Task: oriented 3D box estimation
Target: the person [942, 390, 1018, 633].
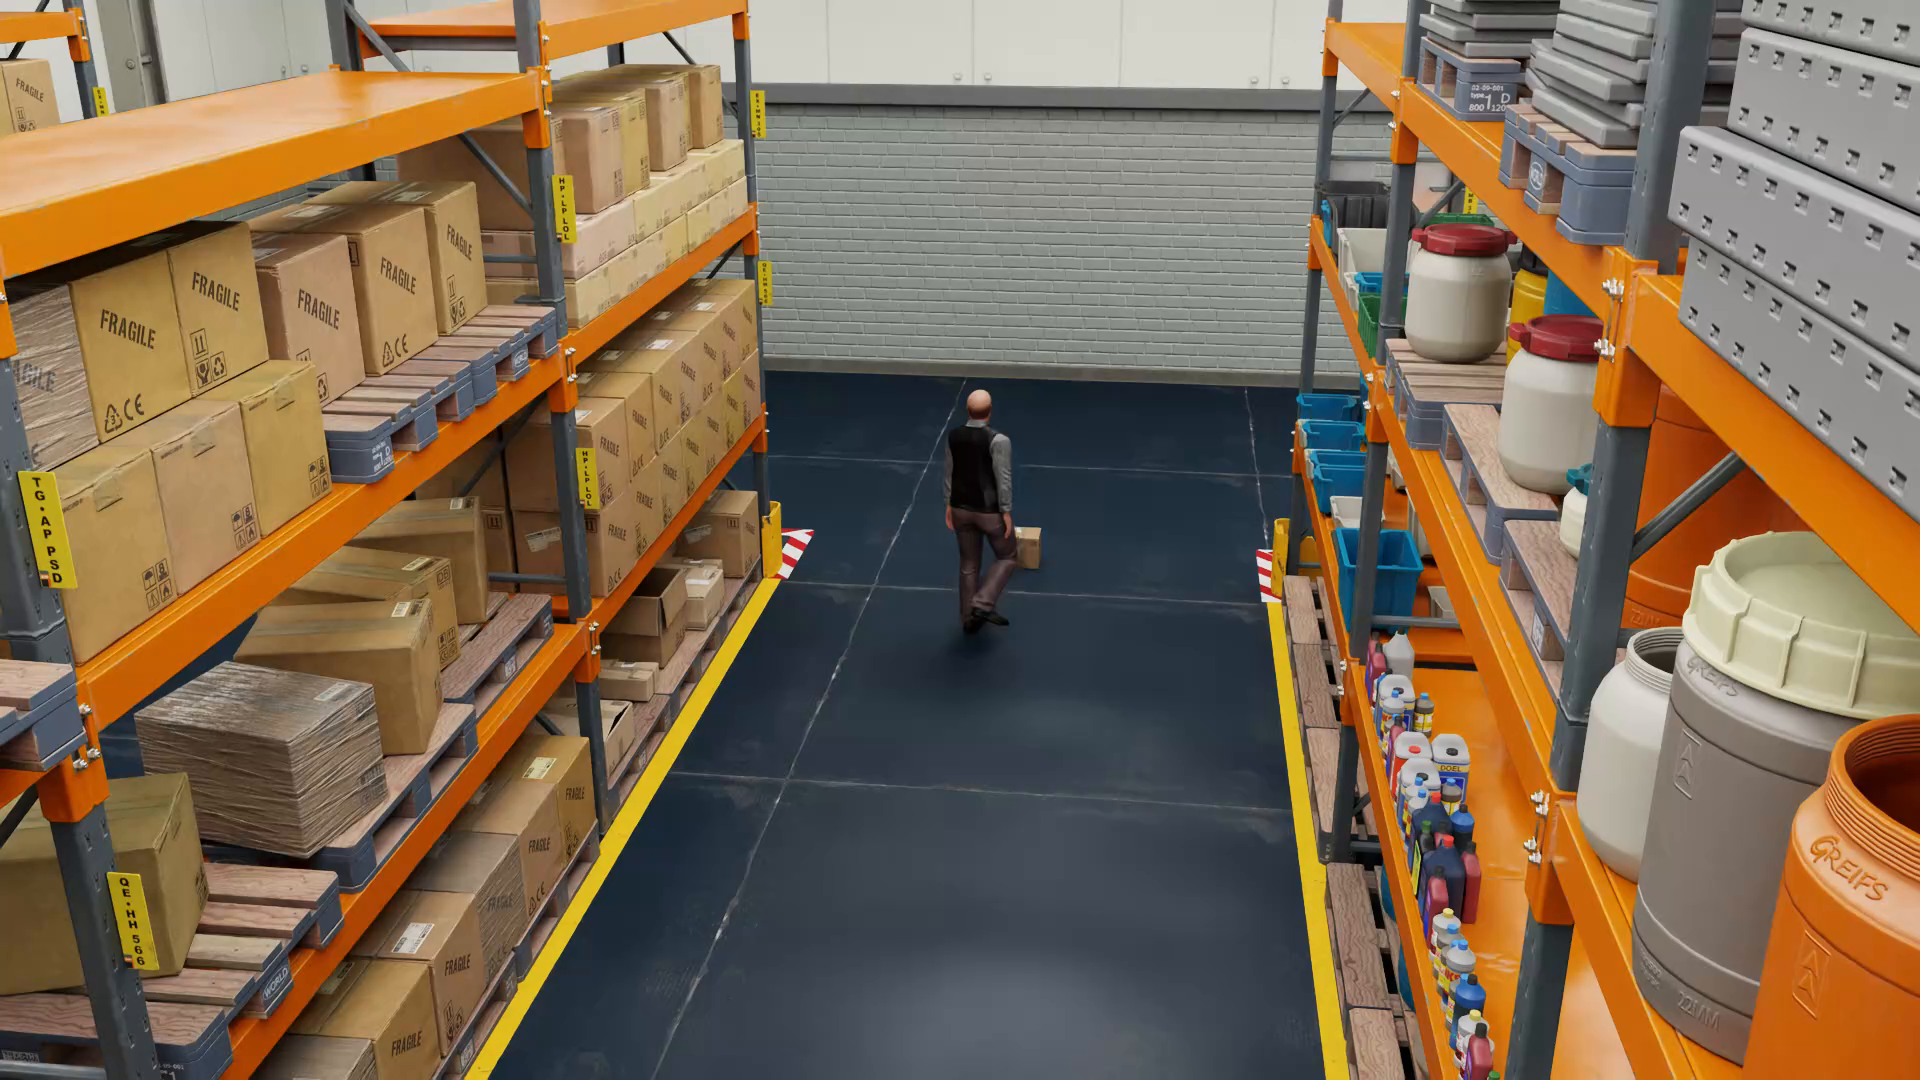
[{"bbox_3d":[0.114,-0.180,11.565,0.579,1.715,0.492,11,24,27],"label":"person"}]
